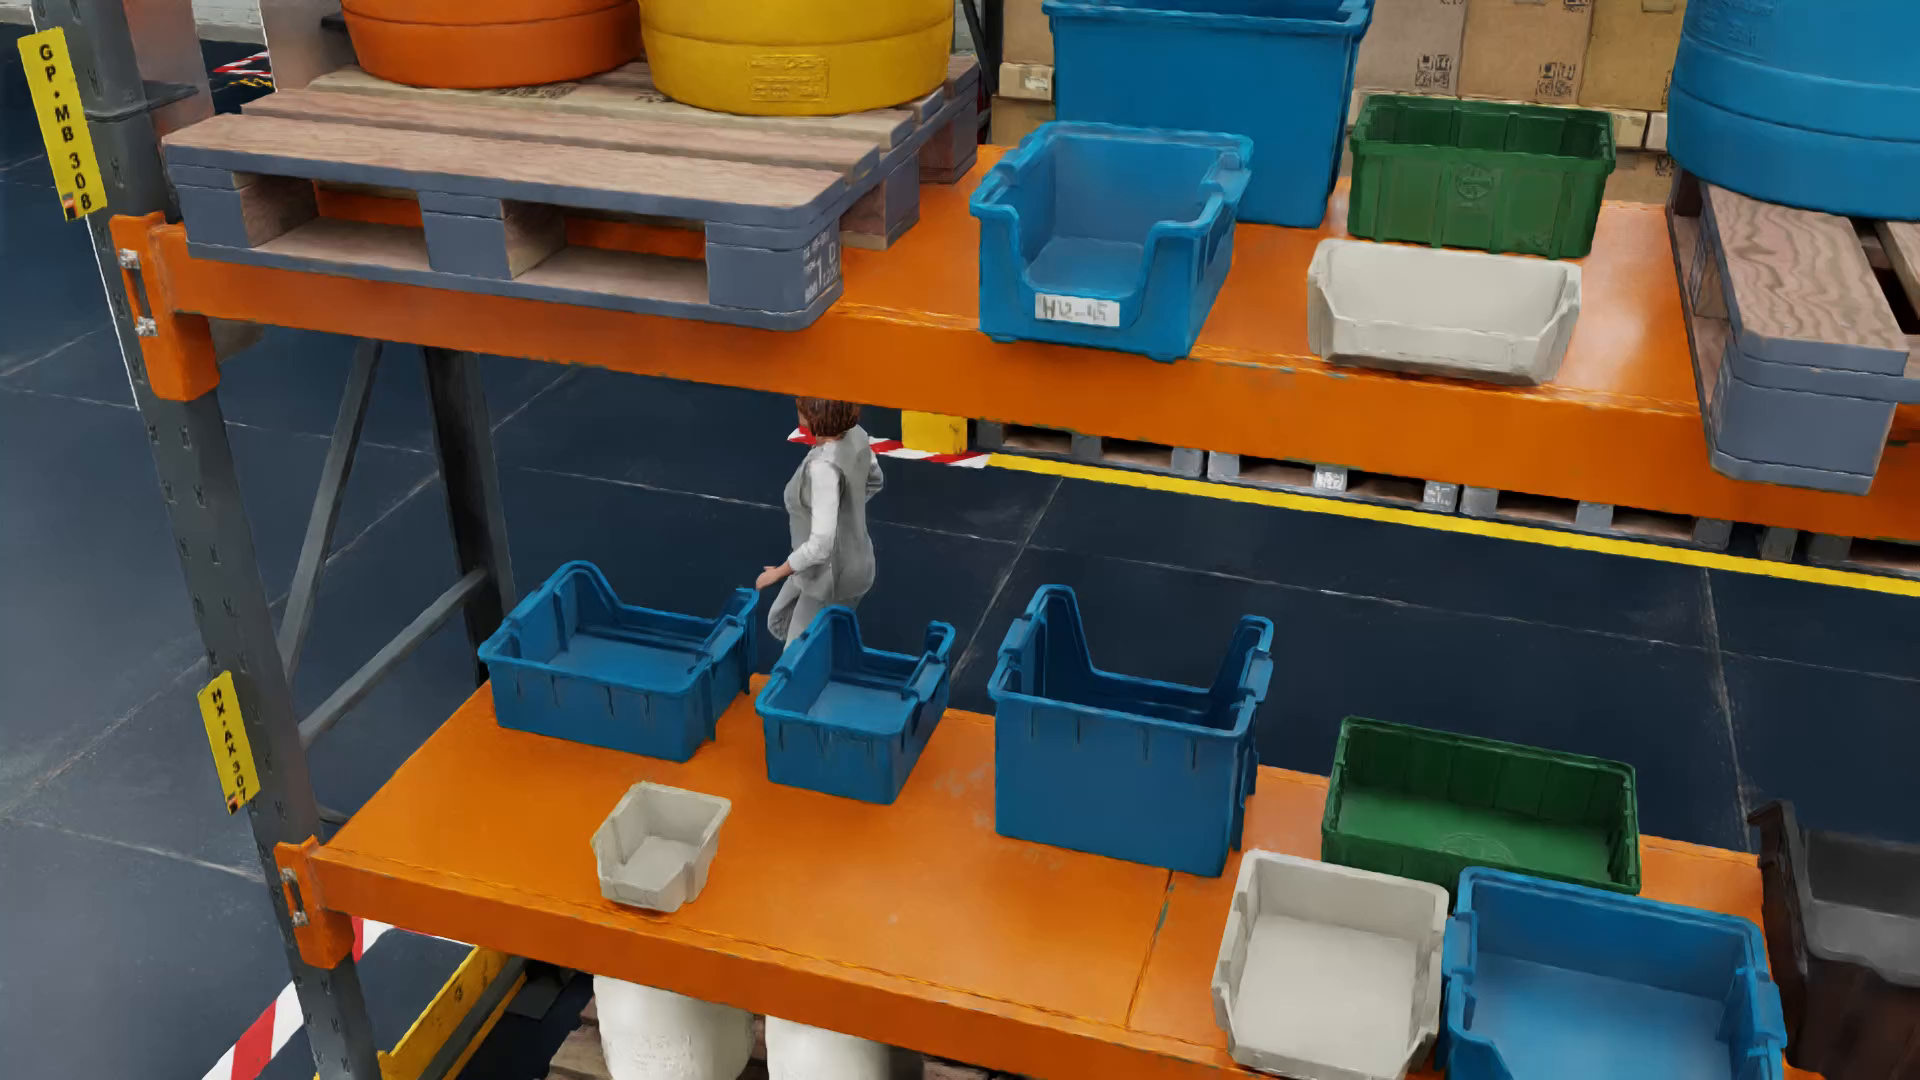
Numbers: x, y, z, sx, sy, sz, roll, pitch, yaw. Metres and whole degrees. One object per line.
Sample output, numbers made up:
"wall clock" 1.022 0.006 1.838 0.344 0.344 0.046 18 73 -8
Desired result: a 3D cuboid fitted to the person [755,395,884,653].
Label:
"person" -0.509 0.134 5.937 0.439 1.567 0.585 2 30 4
